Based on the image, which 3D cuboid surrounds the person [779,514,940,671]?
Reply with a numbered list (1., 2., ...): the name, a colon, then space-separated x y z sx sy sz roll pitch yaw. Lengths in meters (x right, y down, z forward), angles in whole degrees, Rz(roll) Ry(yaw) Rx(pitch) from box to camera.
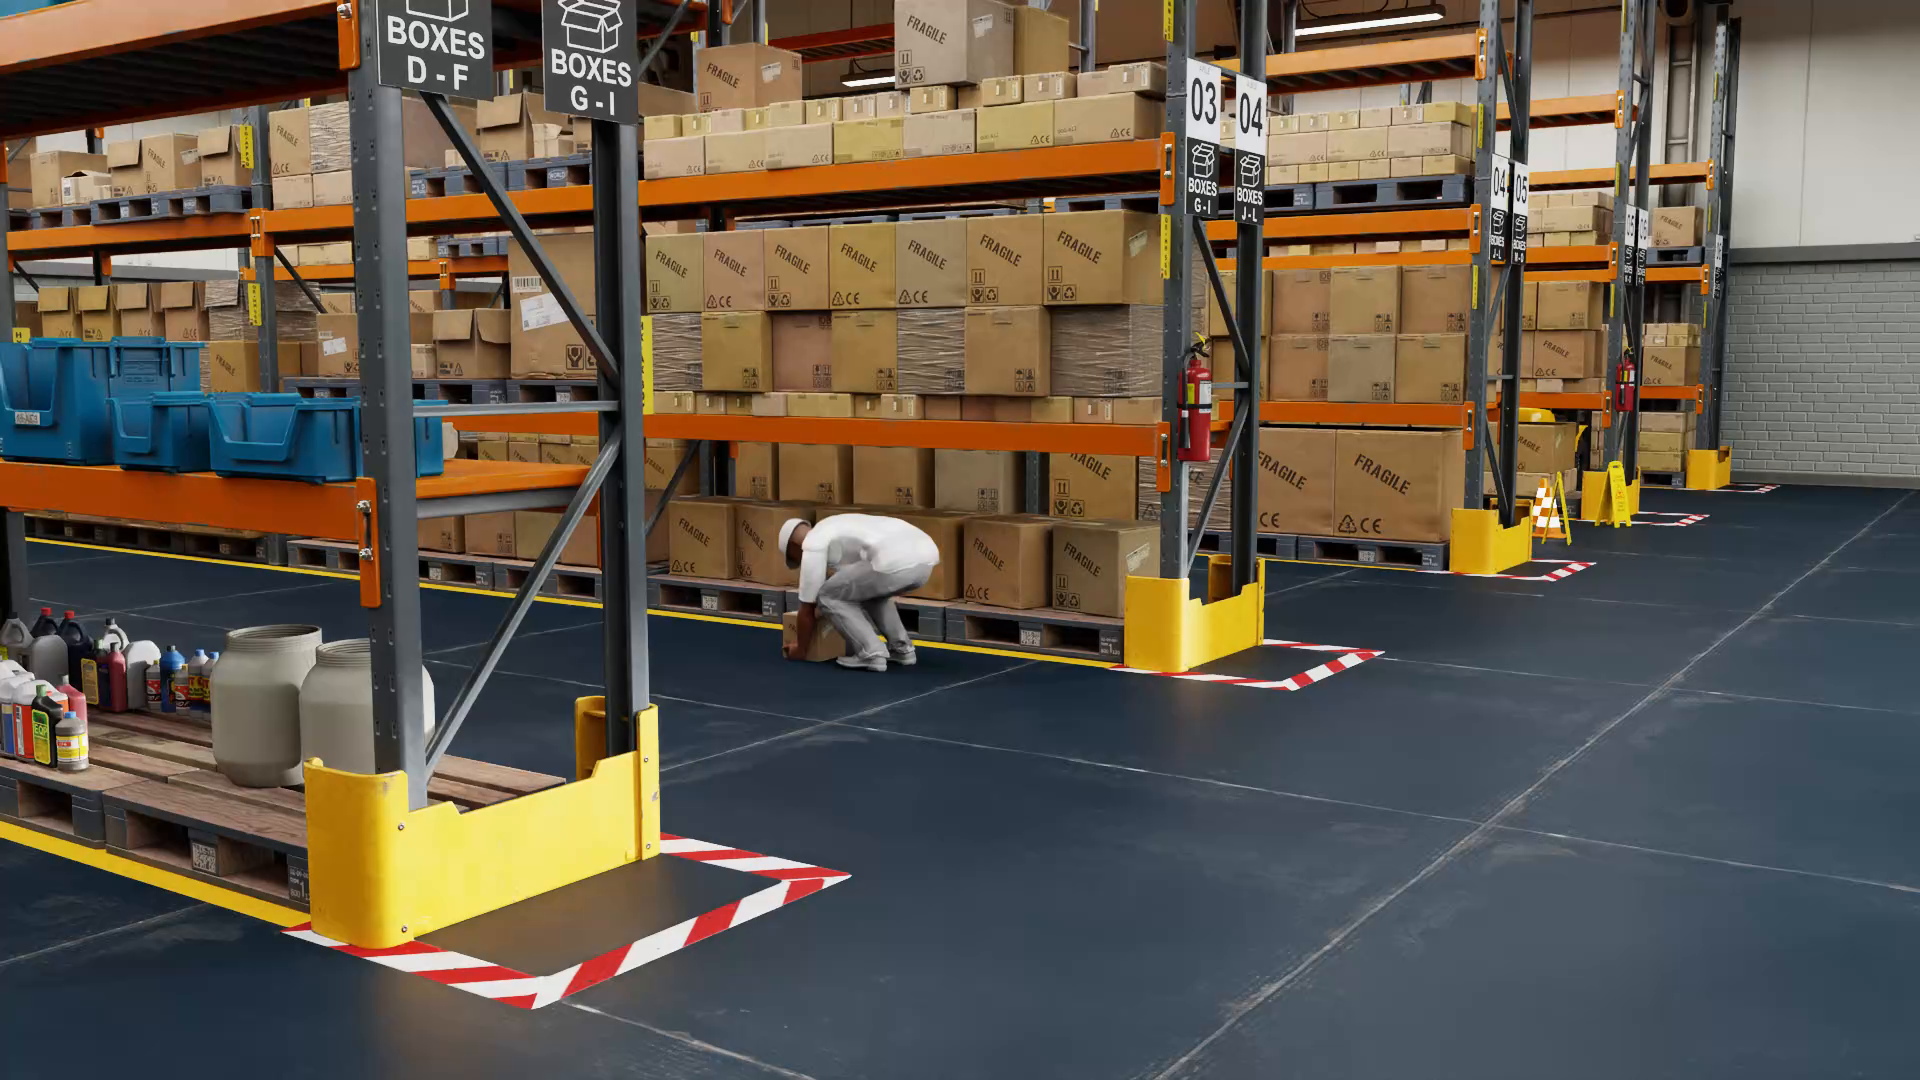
1. person: -0.591 0.276 9.087 0.978 0.838 0.526 4 8 35
